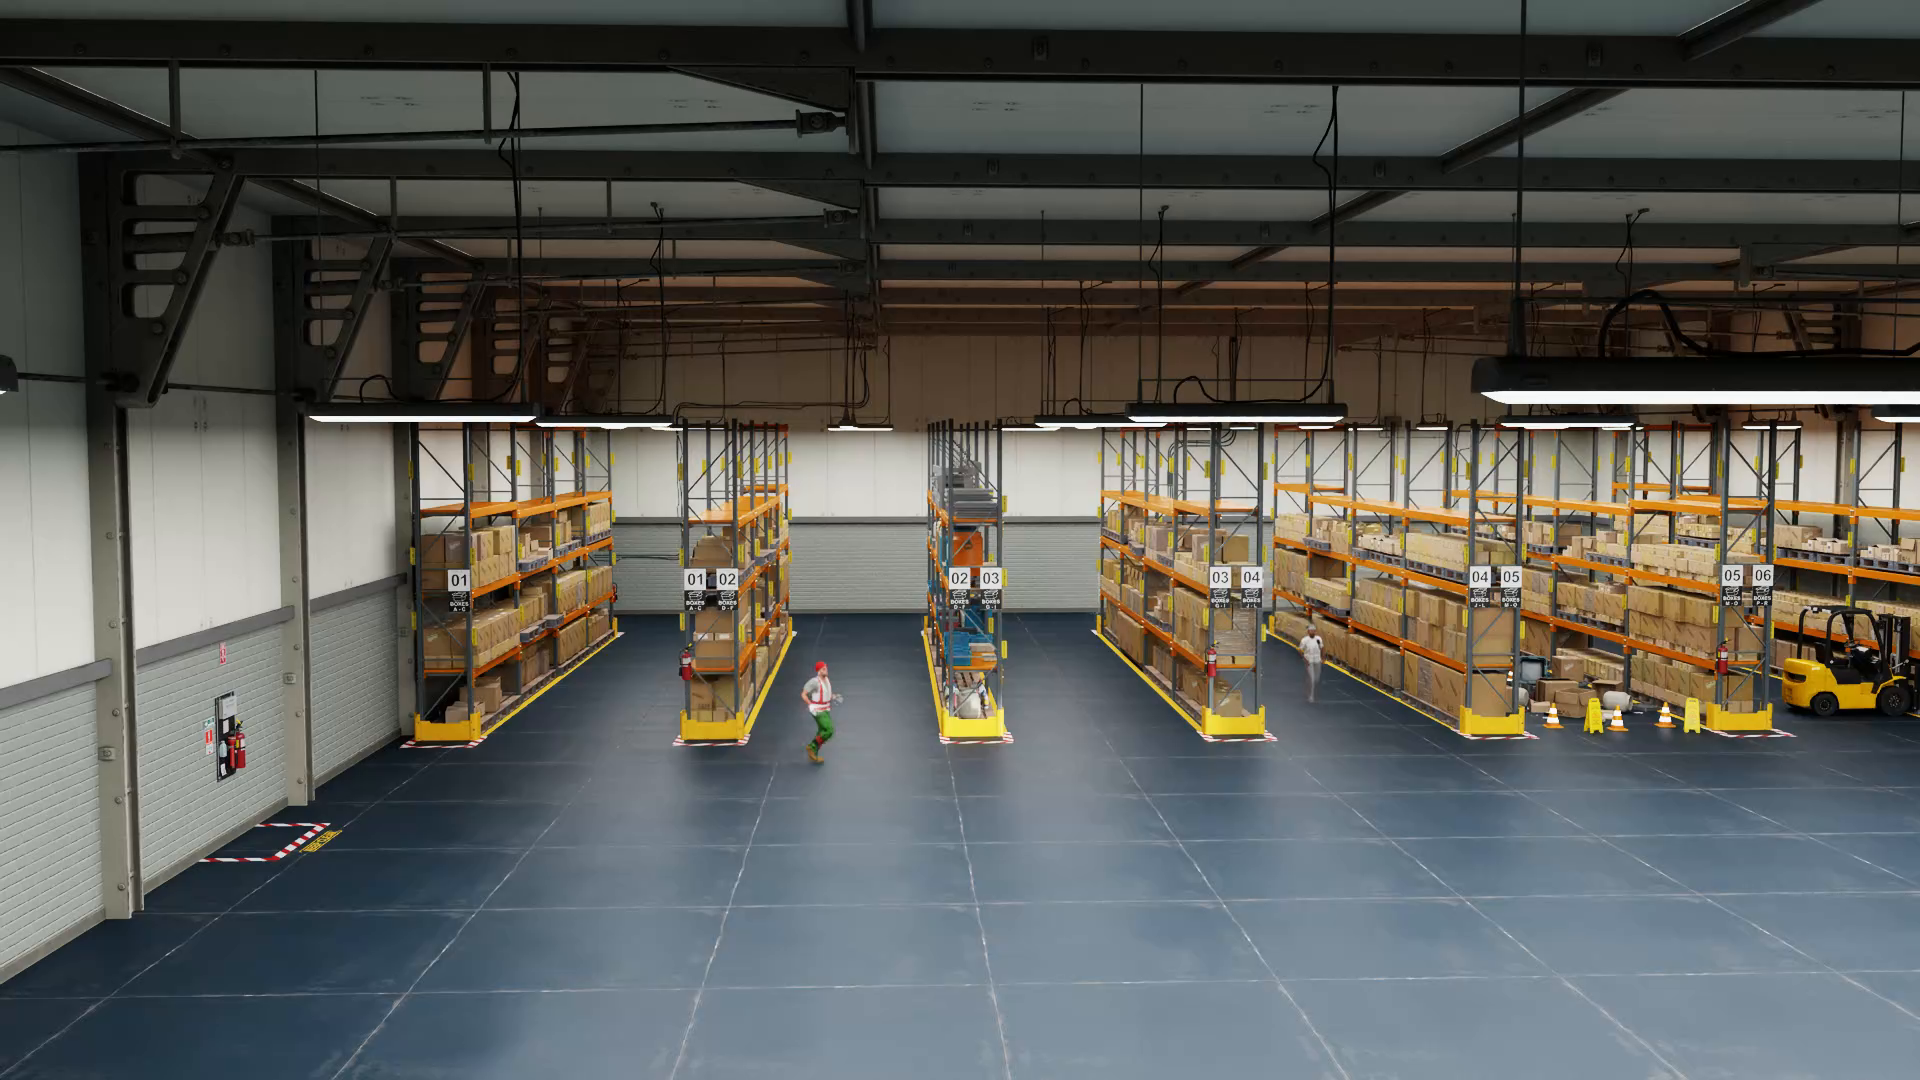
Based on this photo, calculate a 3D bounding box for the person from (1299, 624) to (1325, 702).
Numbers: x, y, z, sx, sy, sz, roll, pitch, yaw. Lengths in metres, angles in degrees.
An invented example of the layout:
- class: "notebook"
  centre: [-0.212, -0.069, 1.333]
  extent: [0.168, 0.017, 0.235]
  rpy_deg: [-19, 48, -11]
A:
- class: "person"
  centre: [7.539, 2.616, 35.703]
  extent: [0.584, 1.682, 0.629]
  rpy_deg: [0, 4, -6]

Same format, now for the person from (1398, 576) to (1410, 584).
- class: "person"
  centre: [13.102, 1.714, 49.359]
  extent: [0.945, 1.691, 0.653]
  rpy_deg: [0, 4, 2]

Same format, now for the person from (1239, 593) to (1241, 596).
- class: "person"
  centre: [8.287, 1.745, 48.316]
  extent: [0.775, 1.810, 0.724]
  rpy_deg: [-3, 4, -35]

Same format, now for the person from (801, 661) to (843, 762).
- class: "person"
  centre: [-2.356, 2.985, 28.936]
  extent: [0.597, 1.748, 0.632]
  rpy_deg: [2, 4, 23]
